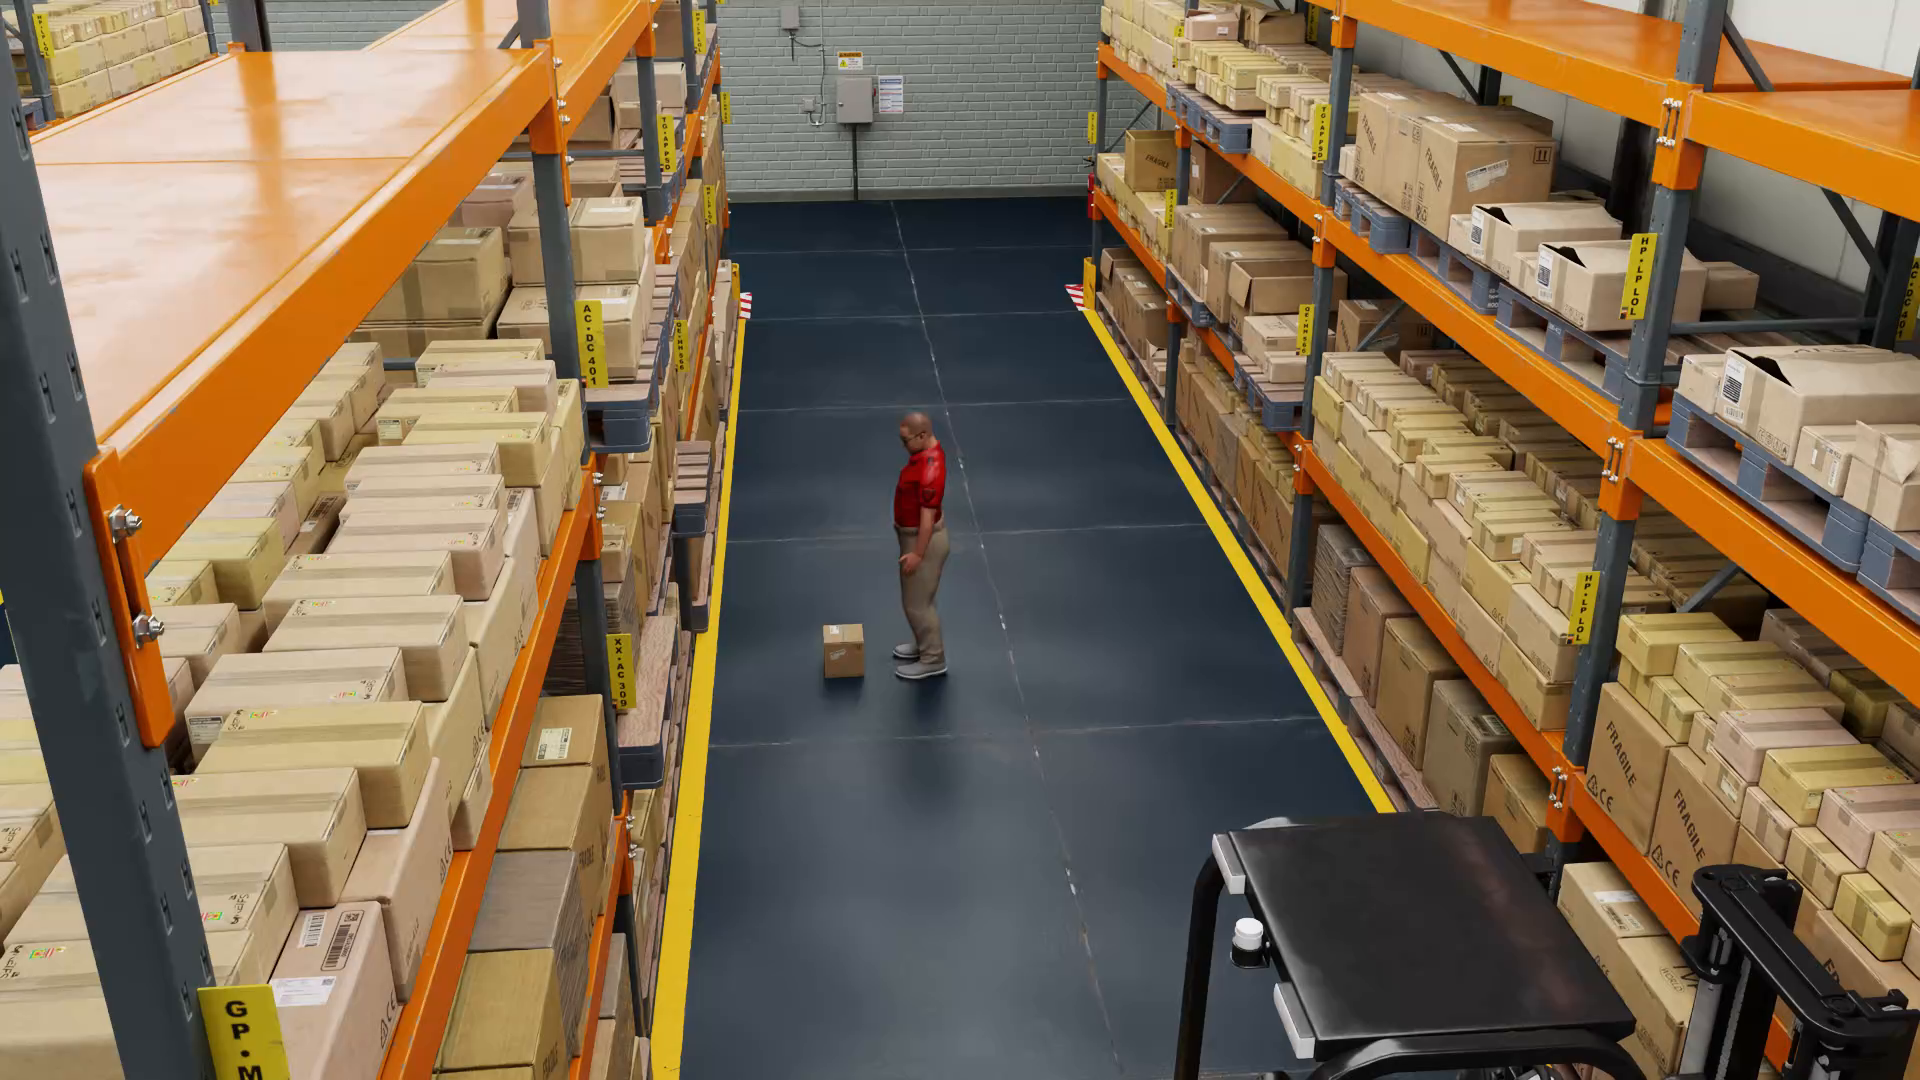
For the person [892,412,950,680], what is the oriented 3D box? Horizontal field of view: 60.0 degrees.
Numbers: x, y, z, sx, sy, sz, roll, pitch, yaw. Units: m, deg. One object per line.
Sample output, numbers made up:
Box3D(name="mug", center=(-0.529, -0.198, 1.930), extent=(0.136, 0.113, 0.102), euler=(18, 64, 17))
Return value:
Box3D(name="person", center=(-0.242, 0.025, 10.314), extent=(0.357, 1.717, 0.534), euler=(-2, 24, -4))
